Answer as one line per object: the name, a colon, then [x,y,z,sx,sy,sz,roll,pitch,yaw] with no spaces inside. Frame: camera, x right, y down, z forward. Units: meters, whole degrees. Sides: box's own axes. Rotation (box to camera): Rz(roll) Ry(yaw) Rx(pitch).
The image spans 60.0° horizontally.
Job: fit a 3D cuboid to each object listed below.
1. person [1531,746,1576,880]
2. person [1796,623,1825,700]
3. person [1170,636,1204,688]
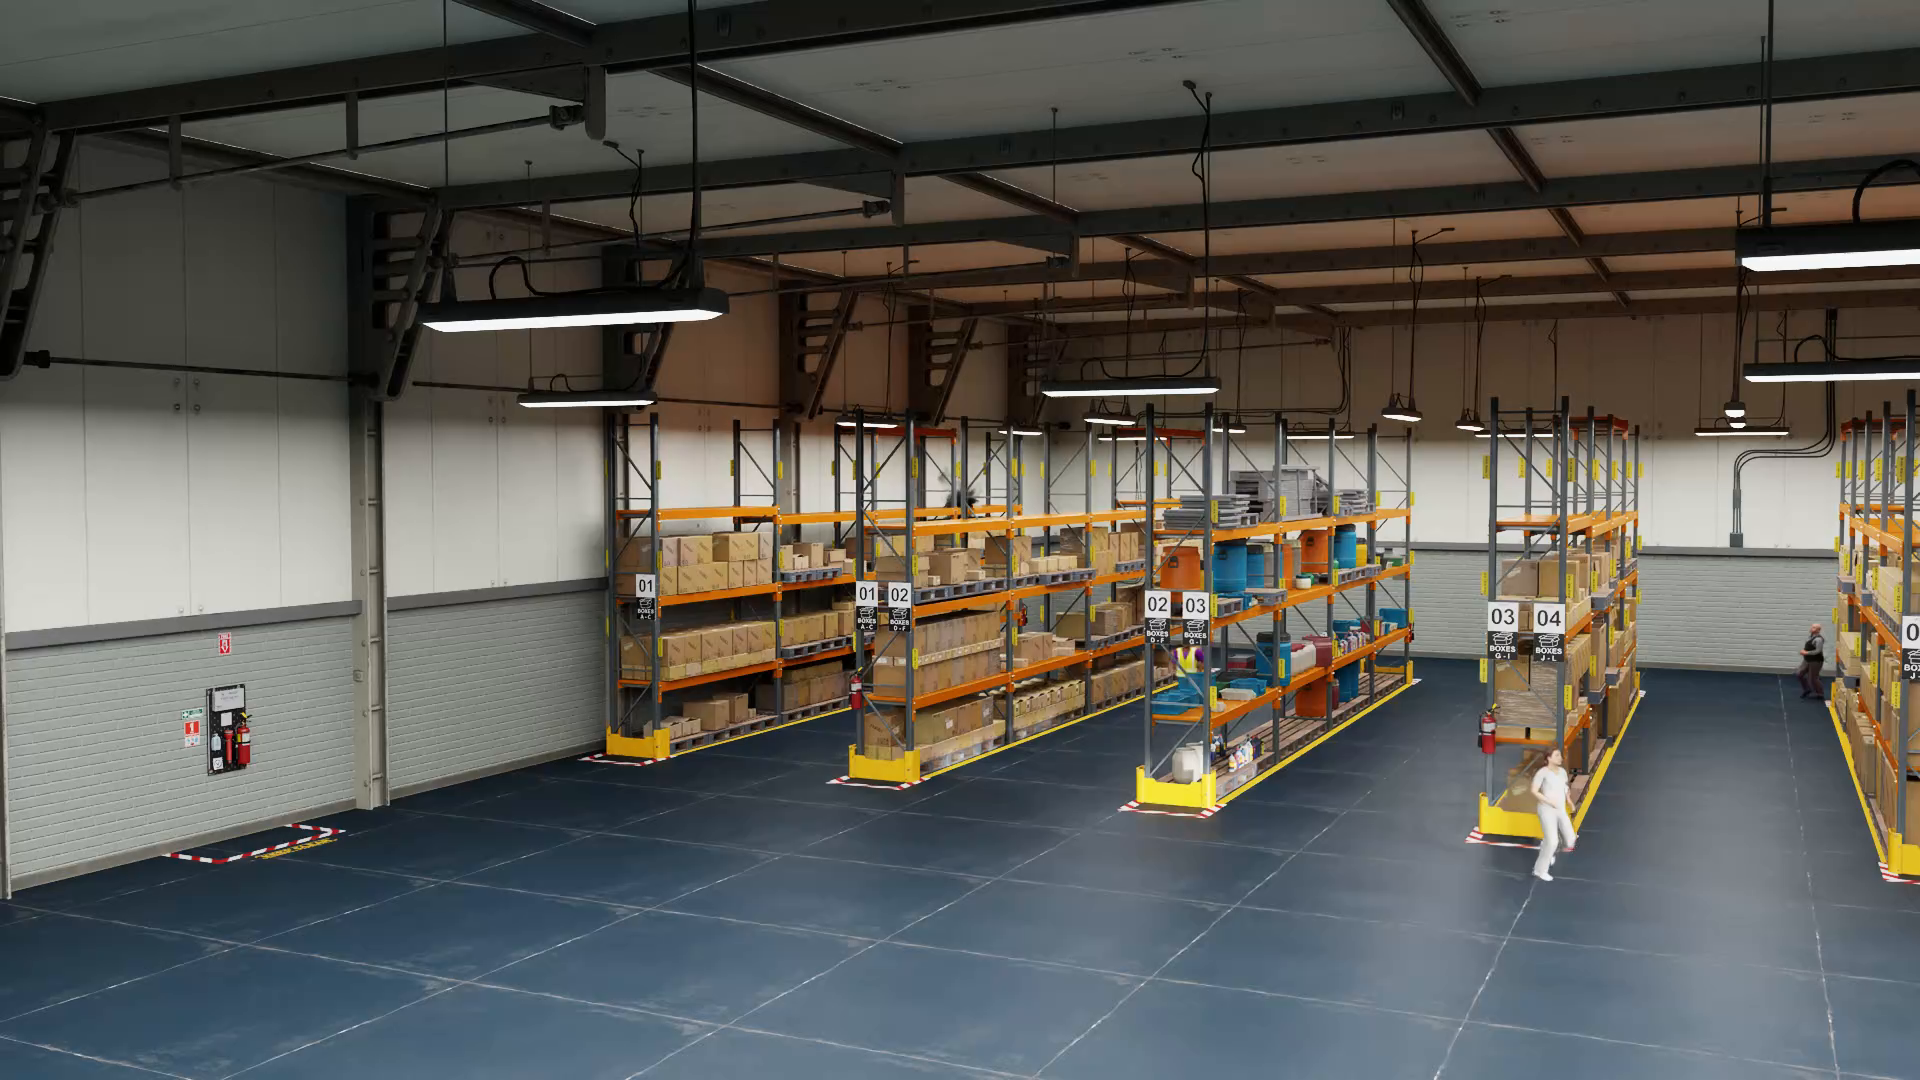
person: [7.304,3.349,20.485,0.607,1.633,0.557,-1,3,-22]
person: [18.490,2.648,36.037,0.647,1.715,0.660,0,2,-2]
person: [4.489,2.698,33.001,0.681,1.664,0.621,1,3,18]
